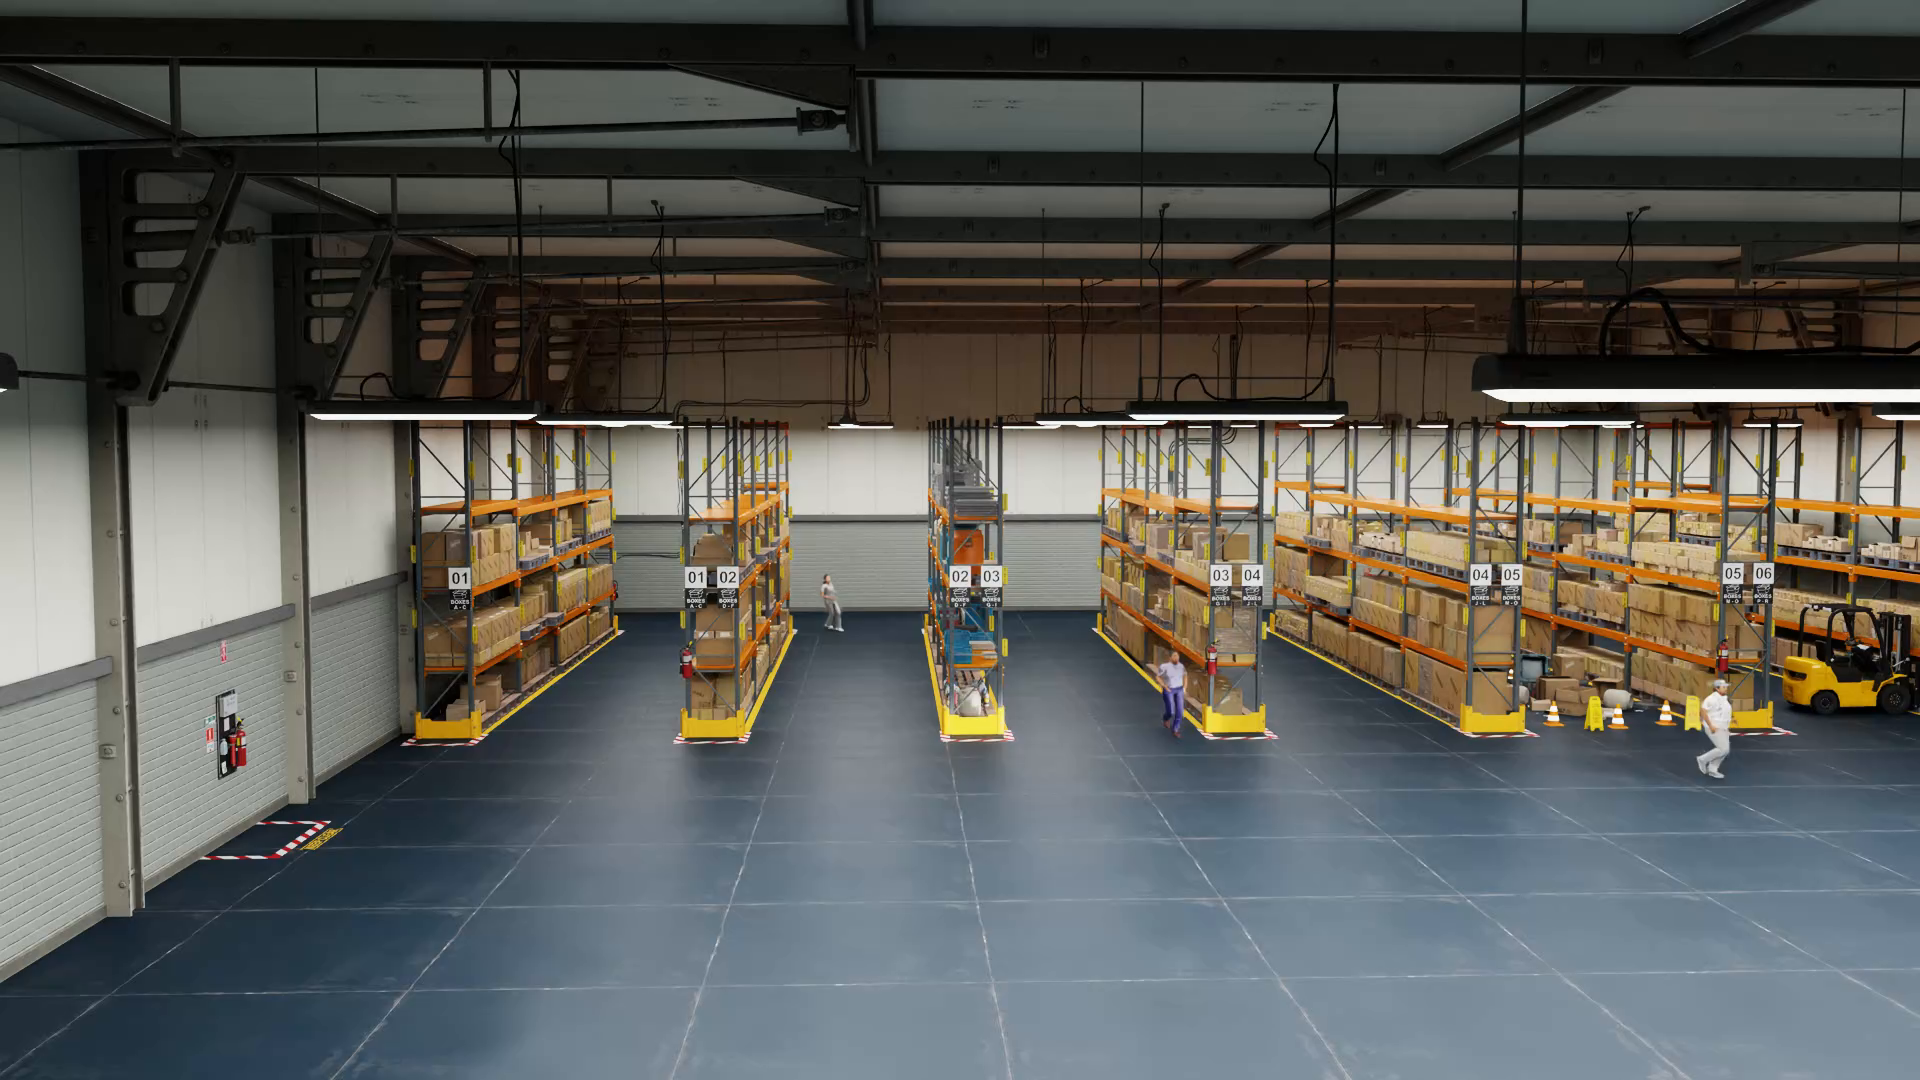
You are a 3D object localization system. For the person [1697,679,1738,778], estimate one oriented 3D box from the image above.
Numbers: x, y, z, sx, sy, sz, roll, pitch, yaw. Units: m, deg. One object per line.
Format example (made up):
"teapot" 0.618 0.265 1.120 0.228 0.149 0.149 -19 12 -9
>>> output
"person" 12.560 3.117 27.537 0.618 1.633 0.546 -3 5 -43

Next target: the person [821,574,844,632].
"person" -3.710 1.798 47.518 0.783 1.627 0.622 3 5 43

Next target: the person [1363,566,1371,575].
"person" 12.188 1.588 49.890 0.575 1.590 0.663 -1 4 -20

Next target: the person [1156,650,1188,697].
"person" 4.023 2.528 31.280 0.641 0.875 0.378 -1 4 -11
